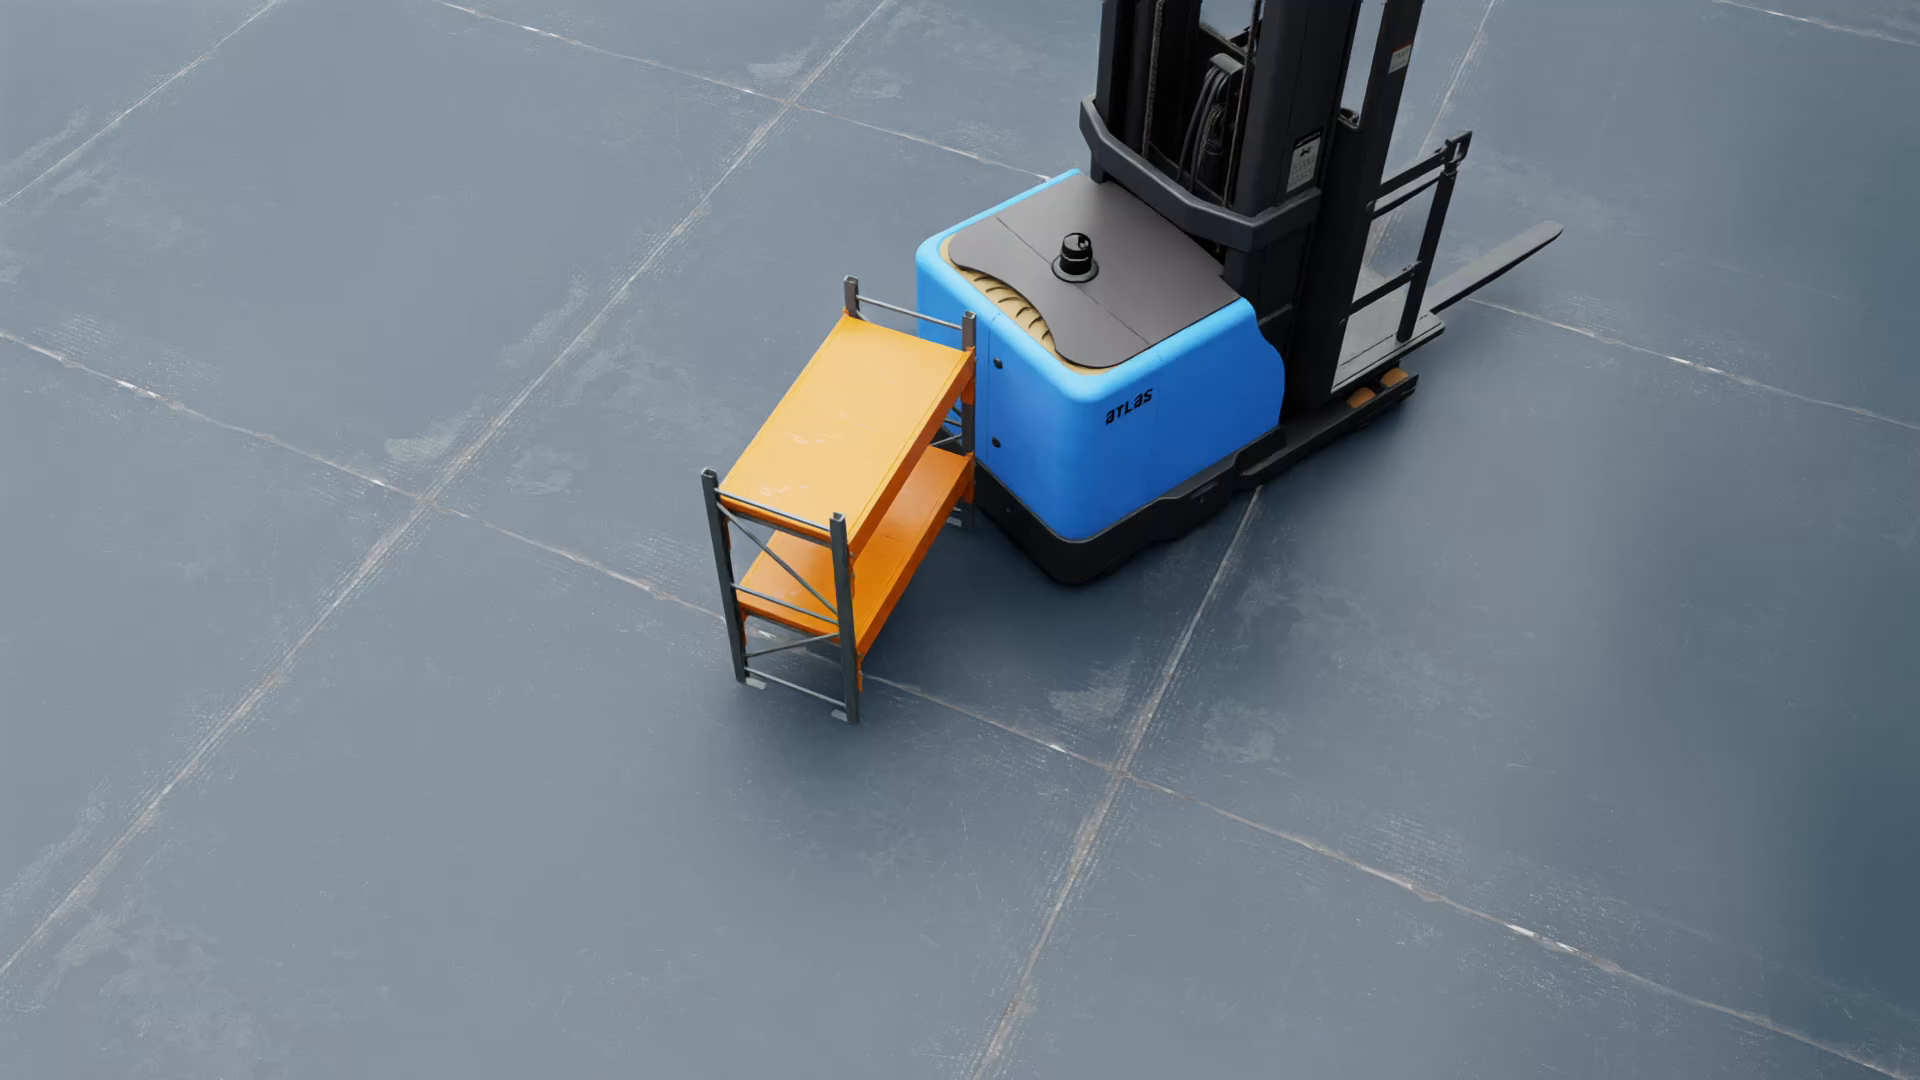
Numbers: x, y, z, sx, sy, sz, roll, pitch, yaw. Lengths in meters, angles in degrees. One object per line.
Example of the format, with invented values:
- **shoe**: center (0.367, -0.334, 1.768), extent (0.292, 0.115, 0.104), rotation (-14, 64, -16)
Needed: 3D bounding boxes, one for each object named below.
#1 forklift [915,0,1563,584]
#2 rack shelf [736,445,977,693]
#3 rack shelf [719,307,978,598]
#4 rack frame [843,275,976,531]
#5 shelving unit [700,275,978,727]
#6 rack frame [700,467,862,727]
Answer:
- **forklift**: center (1.303, -1.717, 6.102), extent (3.031, 2.935, 1.130), rotation (-30, 56, -23)
- **rack shelf**: center (-0.383, 0.025, 6.126), extent (0.538, 0.278, 1.000), rotation (19, 52, 15)
- **rack shelf**: center (-0.383, -0.323, 5.717), extent (0.538, 0.278, 1.000), rotation (19, 52, 15)
- **rack frame**: center (-0.177, -0.487, 6.241), extent (0.500, 1.125, 0.032), rotation (19, 52, 15)
- **shelving unit**: center (-0.383, -0.133, 5.940), extent (0.538, 1.125, 1.048), rotation (19, 52, 15)
- **rack frame**: center (-0.590, 0.221, 5.639), extent (0.500, 1.125, 0.032), rotation (19, 52, 15)
